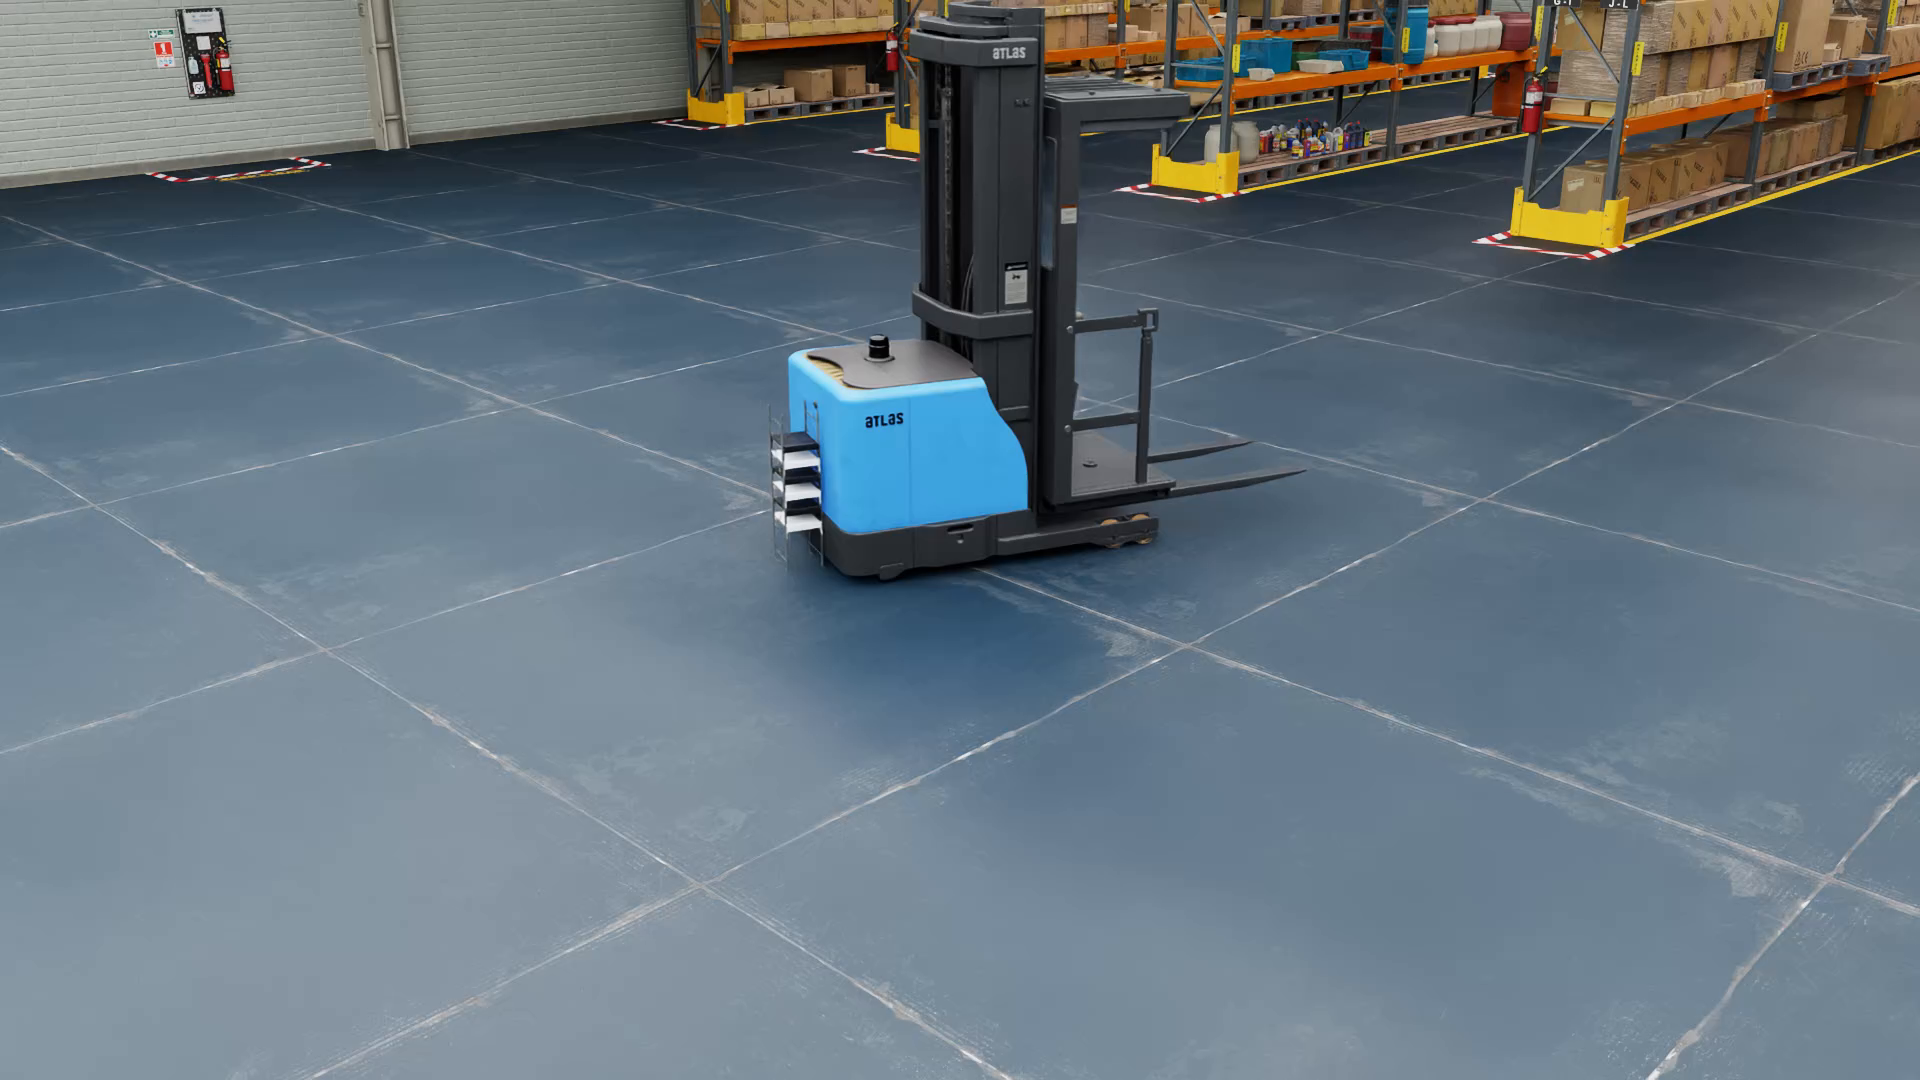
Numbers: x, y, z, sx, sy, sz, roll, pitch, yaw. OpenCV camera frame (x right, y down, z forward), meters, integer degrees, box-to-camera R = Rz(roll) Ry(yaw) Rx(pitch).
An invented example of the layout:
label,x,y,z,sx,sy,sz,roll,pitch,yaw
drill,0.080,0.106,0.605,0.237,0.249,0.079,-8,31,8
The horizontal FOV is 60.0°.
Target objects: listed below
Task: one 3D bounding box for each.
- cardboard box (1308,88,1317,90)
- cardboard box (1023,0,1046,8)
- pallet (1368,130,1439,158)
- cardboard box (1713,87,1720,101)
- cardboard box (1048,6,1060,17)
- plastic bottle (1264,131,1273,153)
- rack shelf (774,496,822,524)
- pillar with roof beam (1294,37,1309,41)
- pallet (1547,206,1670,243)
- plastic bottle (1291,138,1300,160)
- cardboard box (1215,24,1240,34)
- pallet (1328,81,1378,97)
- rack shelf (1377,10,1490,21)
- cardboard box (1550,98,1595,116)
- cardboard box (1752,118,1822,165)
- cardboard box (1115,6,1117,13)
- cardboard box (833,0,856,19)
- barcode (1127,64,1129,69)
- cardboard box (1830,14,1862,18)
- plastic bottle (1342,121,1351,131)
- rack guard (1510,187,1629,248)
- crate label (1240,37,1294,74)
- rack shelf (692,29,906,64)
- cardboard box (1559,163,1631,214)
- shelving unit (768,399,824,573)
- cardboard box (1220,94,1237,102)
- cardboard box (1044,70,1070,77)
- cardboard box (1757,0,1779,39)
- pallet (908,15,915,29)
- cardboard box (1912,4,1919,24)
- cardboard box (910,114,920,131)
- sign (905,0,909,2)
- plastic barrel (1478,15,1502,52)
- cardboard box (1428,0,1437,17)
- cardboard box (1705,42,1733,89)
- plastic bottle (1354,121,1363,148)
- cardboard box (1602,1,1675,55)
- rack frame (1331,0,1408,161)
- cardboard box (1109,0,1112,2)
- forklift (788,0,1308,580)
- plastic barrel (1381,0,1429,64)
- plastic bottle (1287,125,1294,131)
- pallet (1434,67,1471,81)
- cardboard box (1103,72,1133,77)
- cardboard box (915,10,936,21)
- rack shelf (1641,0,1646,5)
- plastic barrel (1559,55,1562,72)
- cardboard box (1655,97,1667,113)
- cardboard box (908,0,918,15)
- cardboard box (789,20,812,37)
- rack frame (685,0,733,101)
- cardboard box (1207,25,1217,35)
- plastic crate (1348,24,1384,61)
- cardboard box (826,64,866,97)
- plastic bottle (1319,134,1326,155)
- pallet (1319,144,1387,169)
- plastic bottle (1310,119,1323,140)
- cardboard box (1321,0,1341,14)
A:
label,x,y,z,sx,sy,sz,roll,pitch,yaw
cardboard box,6.252,-8.535,30.470,0.500,0.500,0.500,19,28,40
cardboard box,0.869,-8.308,25.062,0.700,0.500,0.500,19,28,41
pallet,6.291,-5.828,24.444,1.003,0.211,1.213,19,28,41
cardboard box,8.472,-5.124,19.074,0.380,0.149,0.250,19,28,41
cardboard box,1.301,-8.059,25.317,0.250,0.149,0.380,-19,28,-41
plastic bottle,4.219,-5.441,22.722,0.061,0.283,0.133,19,28,41
rack shelf,-0.896,-0.178,9.127,0.200,0.077,0.258,-9,23,-22
pillar with roof beam,11.392,-15.116,36.359,9.100,9.000,0.400,19,28,41
pallet,7.174,-3.568,18.564,1.003,0.211,1.213,19,28,41
plastic bottle,4.468,-5.210,22.138,0.097,0.271,0.097,0,21,0
cardboard box,4.585,-8.769,28.559,0.380,0.149,0.250,19,28,41
pallet,7.265,-8.695,31.903,1.003,0.211,1.213,19,28,41
rack shelf,9.200,-10.394,33.438,1.077,0.370,4.000,19,28,41
cardboard box,6.580,-4.658,17.863,0.380,0.149,0.250,19,28,41
cardboard box,10.888,-5.275,21.988,0.500,0.500,0.700,-17,27,-38
cardboard box,3.109,-10.807,33.834,0.250,0.149,0.380,-19,28,-40
cardboard box,-2.139,-9.232,28.548,0.500,0.500,0.500,18,28,39
barcode,2.700,-7.607,26.718,0.001,0.075,0.075,19,28,41
cardboard box,11.762,-6.801,22.362,0.500,0.500,0.500,15,26,34
plastic bottle,5.424,-5.685,23.265,0.144,0.351,0.185,19,28,41
rack guard,6.582,-3.503,17.992,1.175,0.500,0.348,19,28,41
crate label,4.070,-6.447,22.118,0.502,0.435,0.616,19,28,41
rack shelf,-2.723,-8.548,28.635,1.077,0.370,4.000,19,28,41
cardboard box,6.976,-3.836,18.272,0.500,0.500,0.500,-14,25,-32
shelving unit,-0.896,-0.293,9.083,0.210,0.900,0.258,-9,23,-22
cardboard box,4.465,-7.770,28.856,0.500,0.250,0.500,19,28,40
cardboard box,1.354,-6.992,25.788,0.500,0.500,0.500,19,28,41
cardboard box,9.202,-6.146,19.437,0.500,0.500,0.500,19,28,41
pallet,-0.690,-9.468,30.295,1.003,0.211,1.213,19,28,41
cardboard box,13.551,-7.746,24.010,0.637,0.503,0.797,-19,28,-40
cardboard box,-0.404,-6.255,24.915,0.500,0.250,0.500,19,28,41
sign,-0.934,-9.668,29.340,0.100,0.325,0.005,19,28,41
plastic barrel,7.996,-7.681,25.221,0.421,0.512,0.421,0,21,0
cardboard box,9.061,-10.585,32.794,0.500,0.500,0.500,19,28,40
cardboard box,8.310,-5.490,19.124,0.875,0.500,0.500,19,28,41
plastic bottle,5.528,-5.649,23.171,0.144,0.351,0.185,18,28,39
cardboard box,7.108,-5.376,17.432,0.500,0.500,0.500,19,28,41
rack frame,5.771,-6.918,23.393,1.000,3.000,0.127,19,28,41
cardboard box,2.704,-10.941,33.278,0.500,0.500,0.500,19,28,40
forklift,0.586,-1.482,9.345,3.031,2.935,1.130,-9,23,-22
plastic barrel,6.257,-7.176,23.364,0.600,0.901,0.708,19,28,41
plastic bottle,4.633,-5.671,23.322,0.133,0.283,0.061,-19,28,-40
pallet,9.987,-9.717,34.562,1.003,0.211,1.213,19,28,41
cardboard box,2.660,-7.644,27.748,0.500,0.311,0.500,-19,28,-41
cardboard box,-0.436,-7.626,24.191,0.380,0.149,0.250,19,28,40
rack shelf,7.924,-6.229,18.421,1.077,0.370,4.000,19,28,41
plastic barrel,10.466,-7.874,28.218,0.600,0.901,0.708,19,28,41
cardboard box,7.431,-4.736,18.066,0.380,0.149,0.250,19,28,41
cardboard box,-0.948,-9.772,30.065,0.700,0.500,0.500,19,28,41
cardboard box,-2.839,-8.621,28.005,0.500,0.250,0.500,19,28,40
rack frame,-4.118,-8.369,27.169,1.000,3.000,0.127,19,28,41
cardboard box,4.165,-8.728,28.451,0.250,0.149,0.380,-18,27,-38
plastic crate,5.889,-7.149,23.904,0.402,0.464,0.583,19,28,41
cardboard box,-2.023,-8.159,29.493,0.500,0.500,0.500,17,27,37
plastic bottle,4.918,-5.376,22.569,0.097,0.271,0.097,0,21,0
pallet,5.272,-5.454,23.471,1.003,0.211,1.213,19,28,41
plastic bottle,5.013,-5.747,23.426,0.144,0.351,0.185,19,28,41
cardboard box,6.617,-9.988,30.656,0.700,0.500,0.500,12,24,27
